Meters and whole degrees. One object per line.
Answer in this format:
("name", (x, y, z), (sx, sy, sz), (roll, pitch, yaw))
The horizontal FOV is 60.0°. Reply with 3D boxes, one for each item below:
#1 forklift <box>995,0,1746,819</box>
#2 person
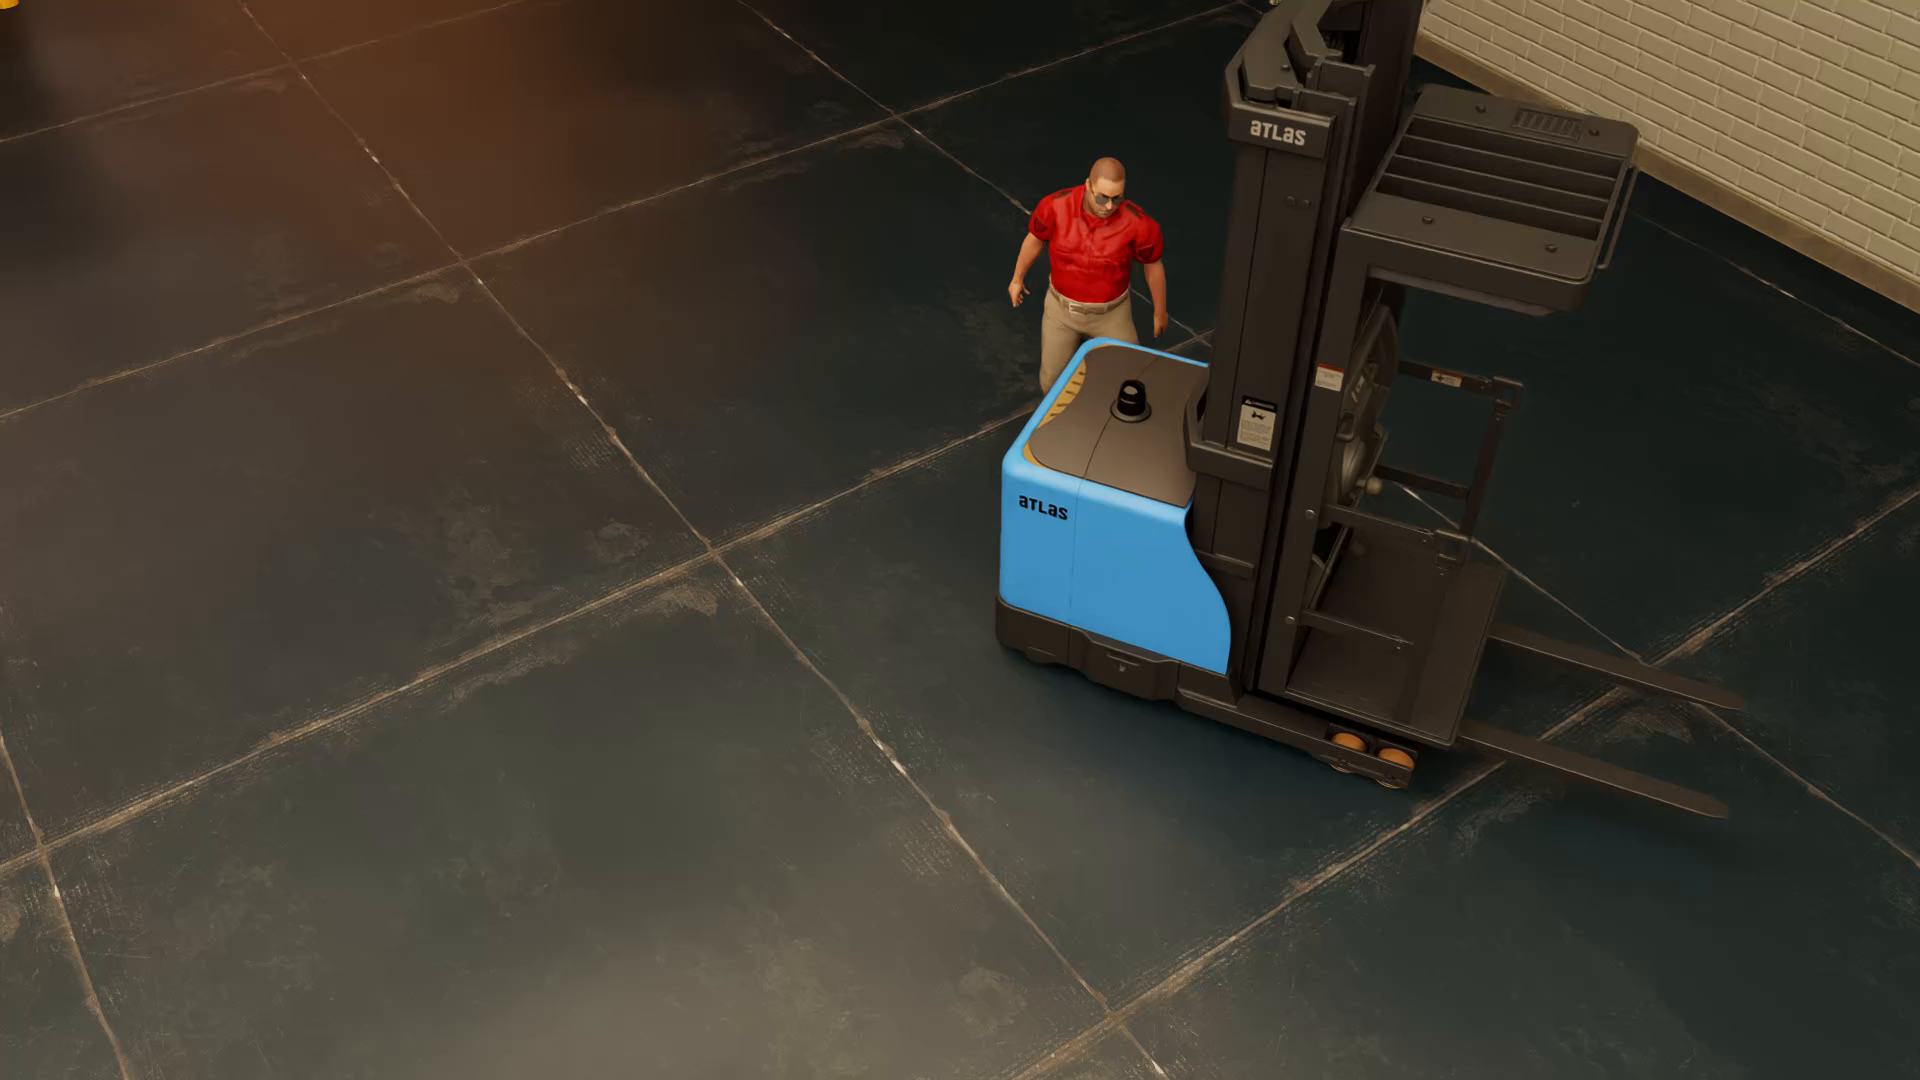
("forklift", (1.714, -0.480, 6.236), (3.031, 2.935, 1.130), (17, 45, 18))
("person", (0.634, -1.081, 7.819), (0.885, 1.702, 0.416), (12, 44, 13))
